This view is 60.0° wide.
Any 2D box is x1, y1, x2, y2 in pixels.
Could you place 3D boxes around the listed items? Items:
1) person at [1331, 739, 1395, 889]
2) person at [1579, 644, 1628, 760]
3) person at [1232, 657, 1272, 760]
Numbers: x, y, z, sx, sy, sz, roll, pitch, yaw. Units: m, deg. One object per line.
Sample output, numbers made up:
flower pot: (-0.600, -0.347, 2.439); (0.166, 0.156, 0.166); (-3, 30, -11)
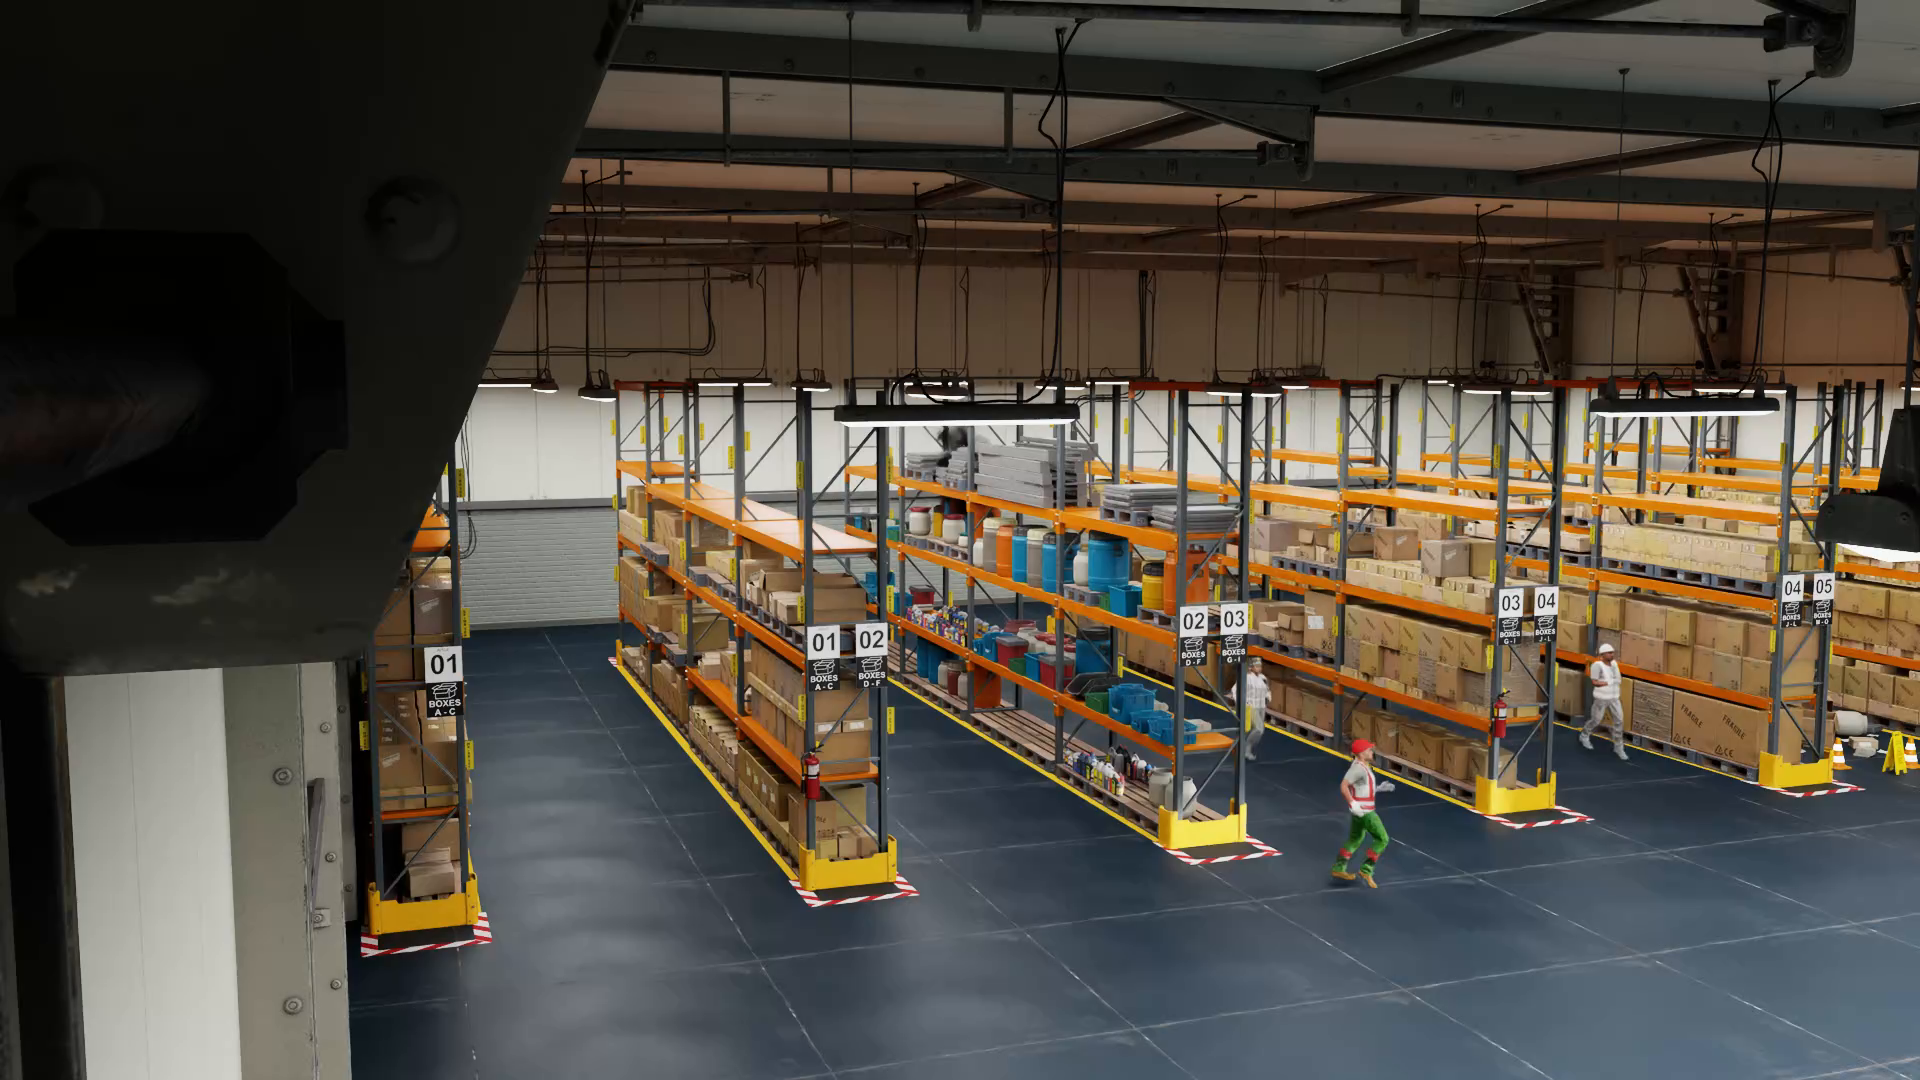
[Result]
person: (4.902, 3.312, 20.182); (0.739, 1.816, 0.645); (1, 6, 8)
person: (10.450, 2.580, 26.917); (0.672, 1.814, 0.903); (-2, 6, -21)
person: (4.725, 2.689, 26.510); (0.593, 1.660, 0.624); (-4, 7, -32)
